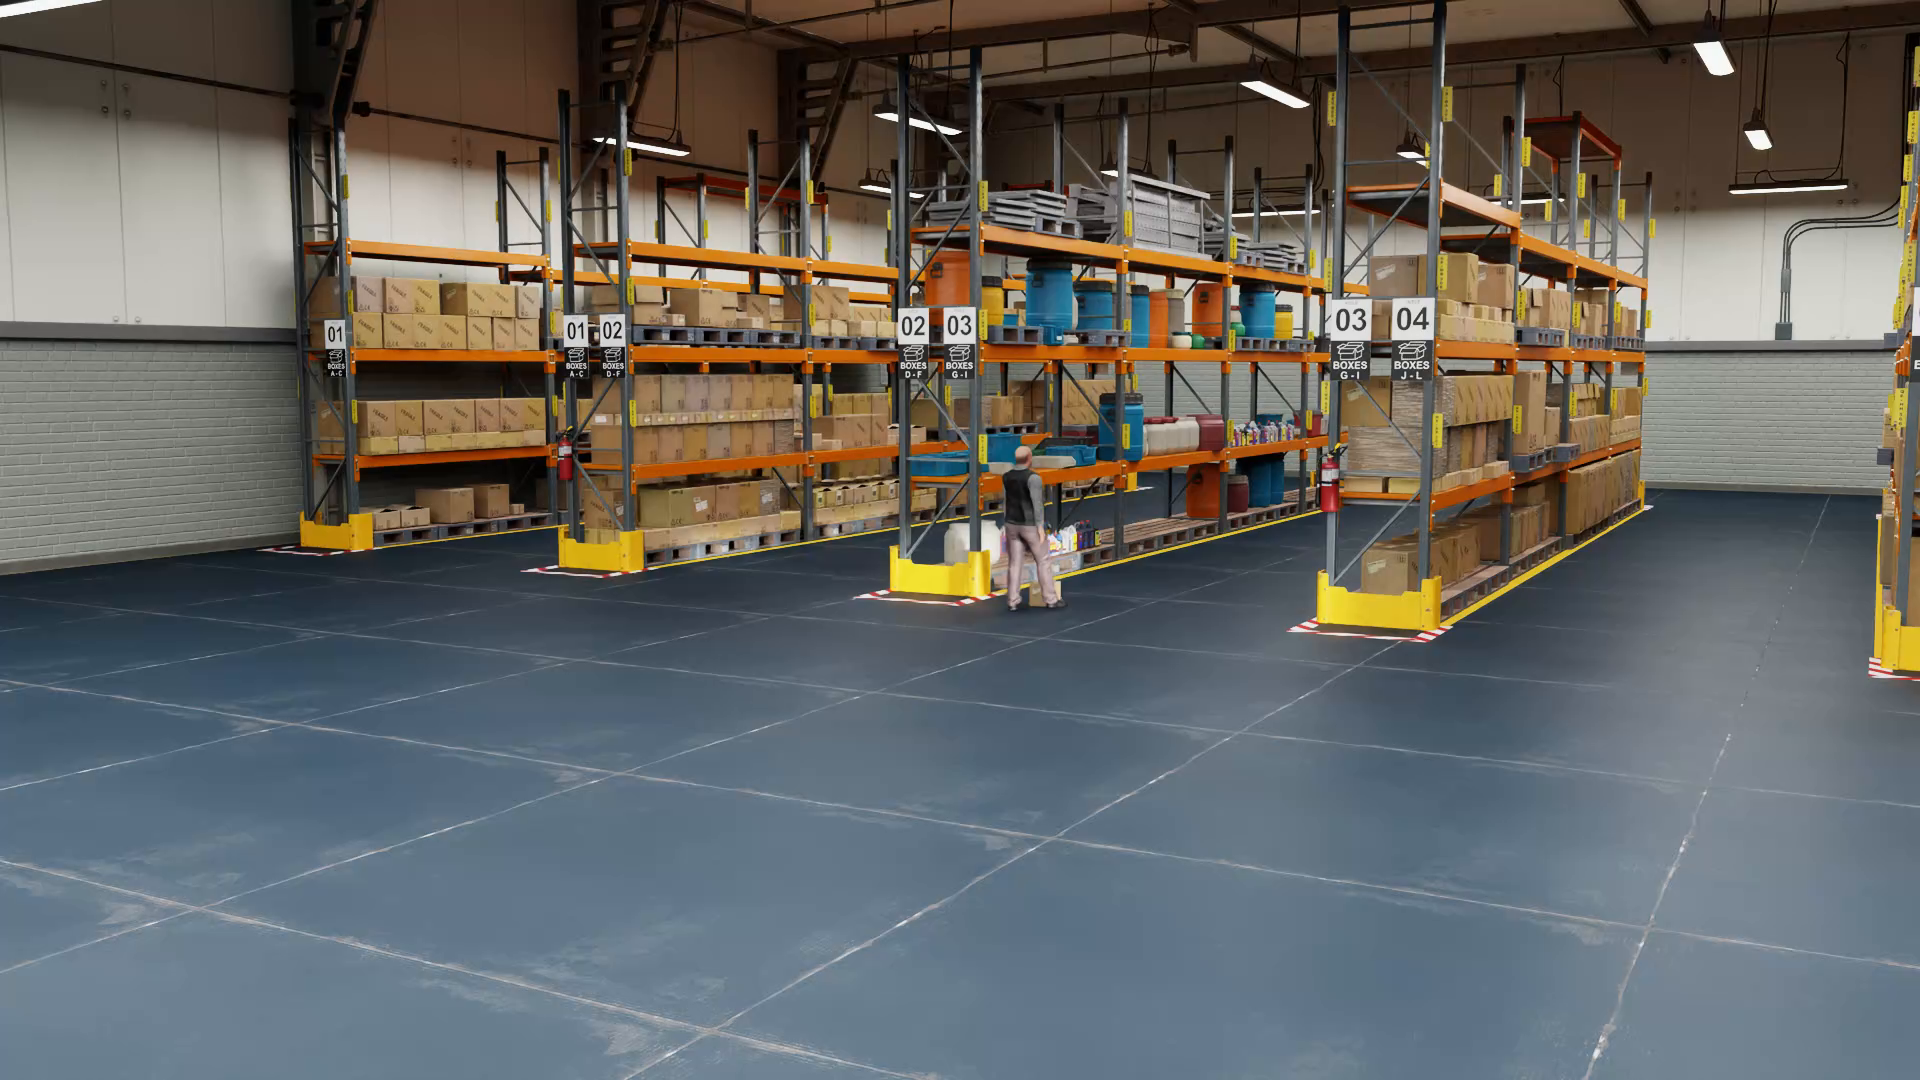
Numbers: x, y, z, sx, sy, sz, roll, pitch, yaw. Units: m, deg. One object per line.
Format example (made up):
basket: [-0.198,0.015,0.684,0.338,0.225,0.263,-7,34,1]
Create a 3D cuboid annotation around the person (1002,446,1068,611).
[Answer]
person: [0.764,-0.129,17.426,0.568,1.721,0.603,4,7,37]
